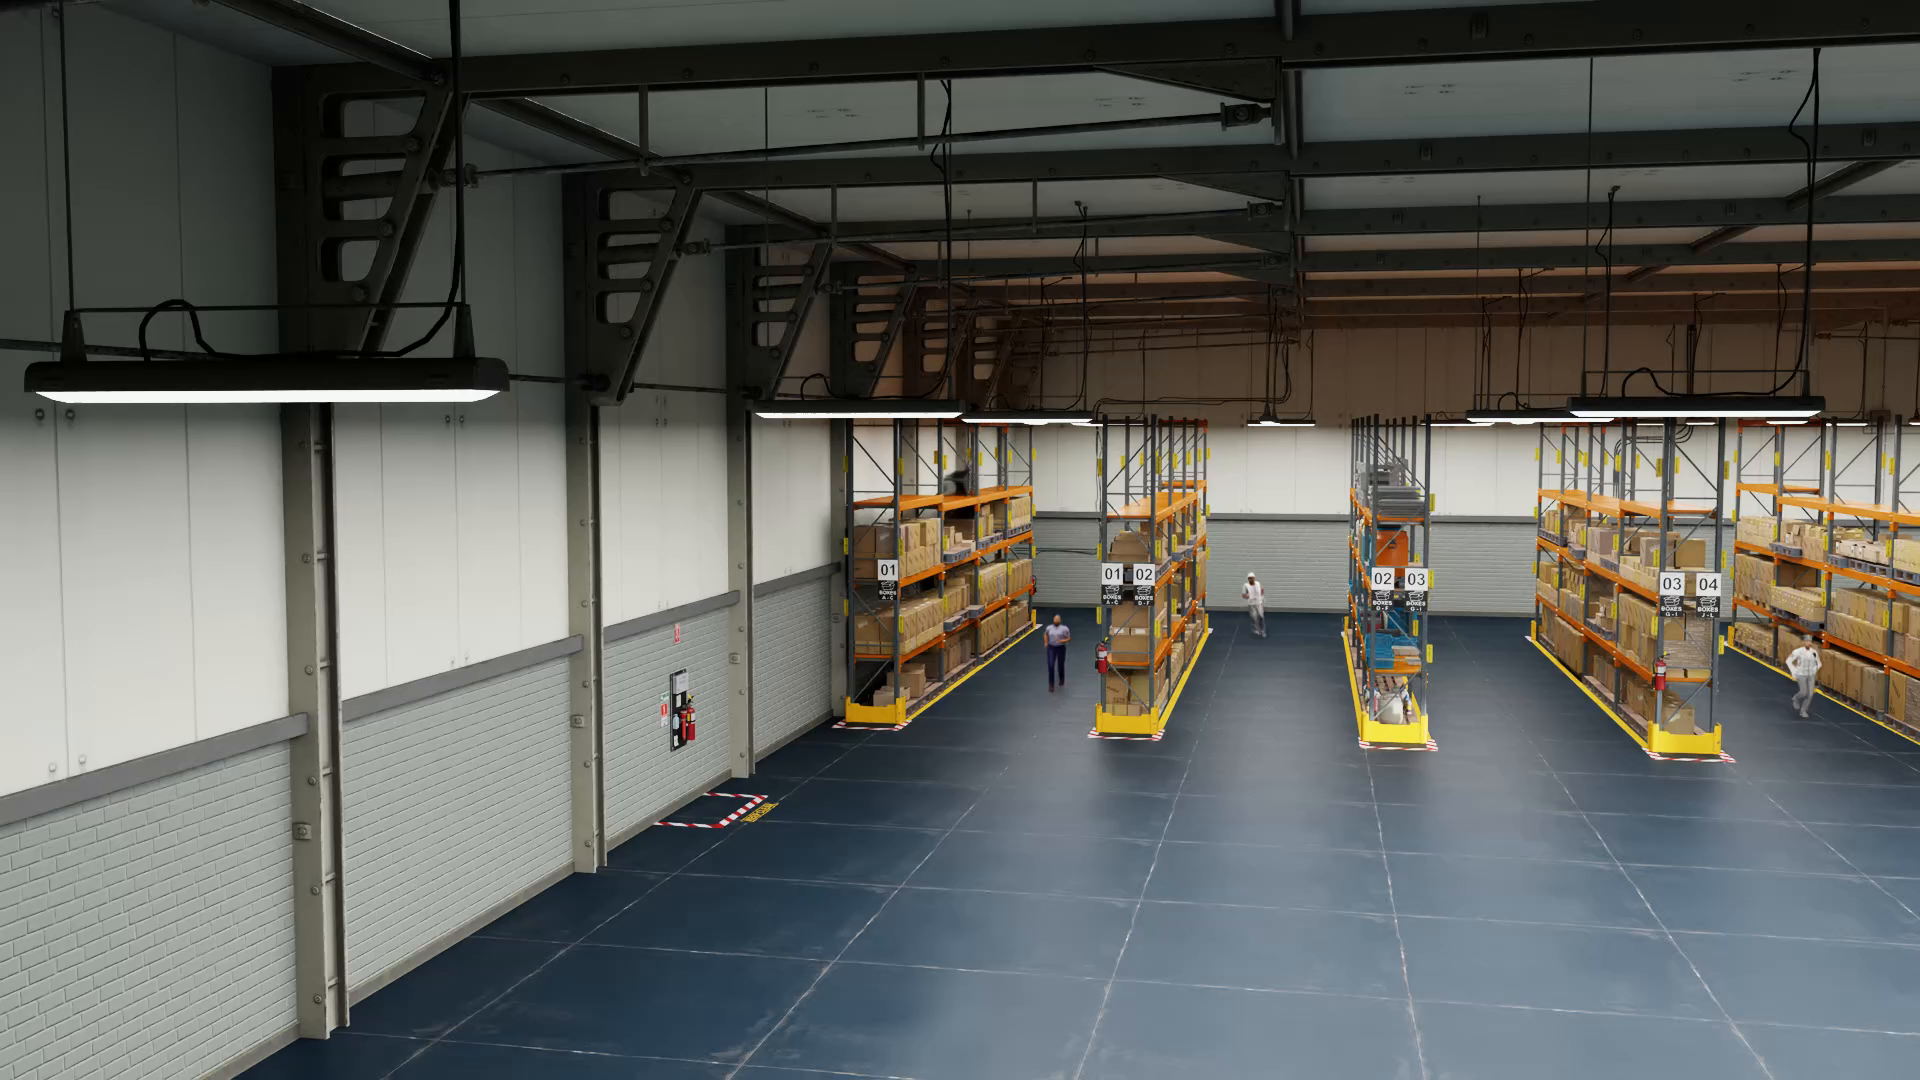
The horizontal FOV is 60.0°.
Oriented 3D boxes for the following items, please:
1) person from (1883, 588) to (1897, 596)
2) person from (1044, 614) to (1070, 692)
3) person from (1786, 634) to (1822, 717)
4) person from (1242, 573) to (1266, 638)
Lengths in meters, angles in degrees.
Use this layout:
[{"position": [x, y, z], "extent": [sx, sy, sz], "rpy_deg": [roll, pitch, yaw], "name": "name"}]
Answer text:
[{"position": [24.827, 1.896, 44.579], "extent": [0.604, 1.720, 0.709], "rpy_deg": [1, 4, 10], "name": "person"}, {"position": [2.128, 2.451, 36.539], "extent": [0.610, 1.657, 0.915], "rpy_deg": [1, 4, 9], "name": "person"}, {"position": [16.820, 2.694, 33.082], "extent": [0.625, 1.650, 0.556], "rpy_deg": [0, 4, 3], "name": "person"}, {"position": [8.102, 1.799, 45.882], "extent": [0.674, 1.802, 0.685], "rpy_deg": [0, 4, -1], "name": "person"}]
